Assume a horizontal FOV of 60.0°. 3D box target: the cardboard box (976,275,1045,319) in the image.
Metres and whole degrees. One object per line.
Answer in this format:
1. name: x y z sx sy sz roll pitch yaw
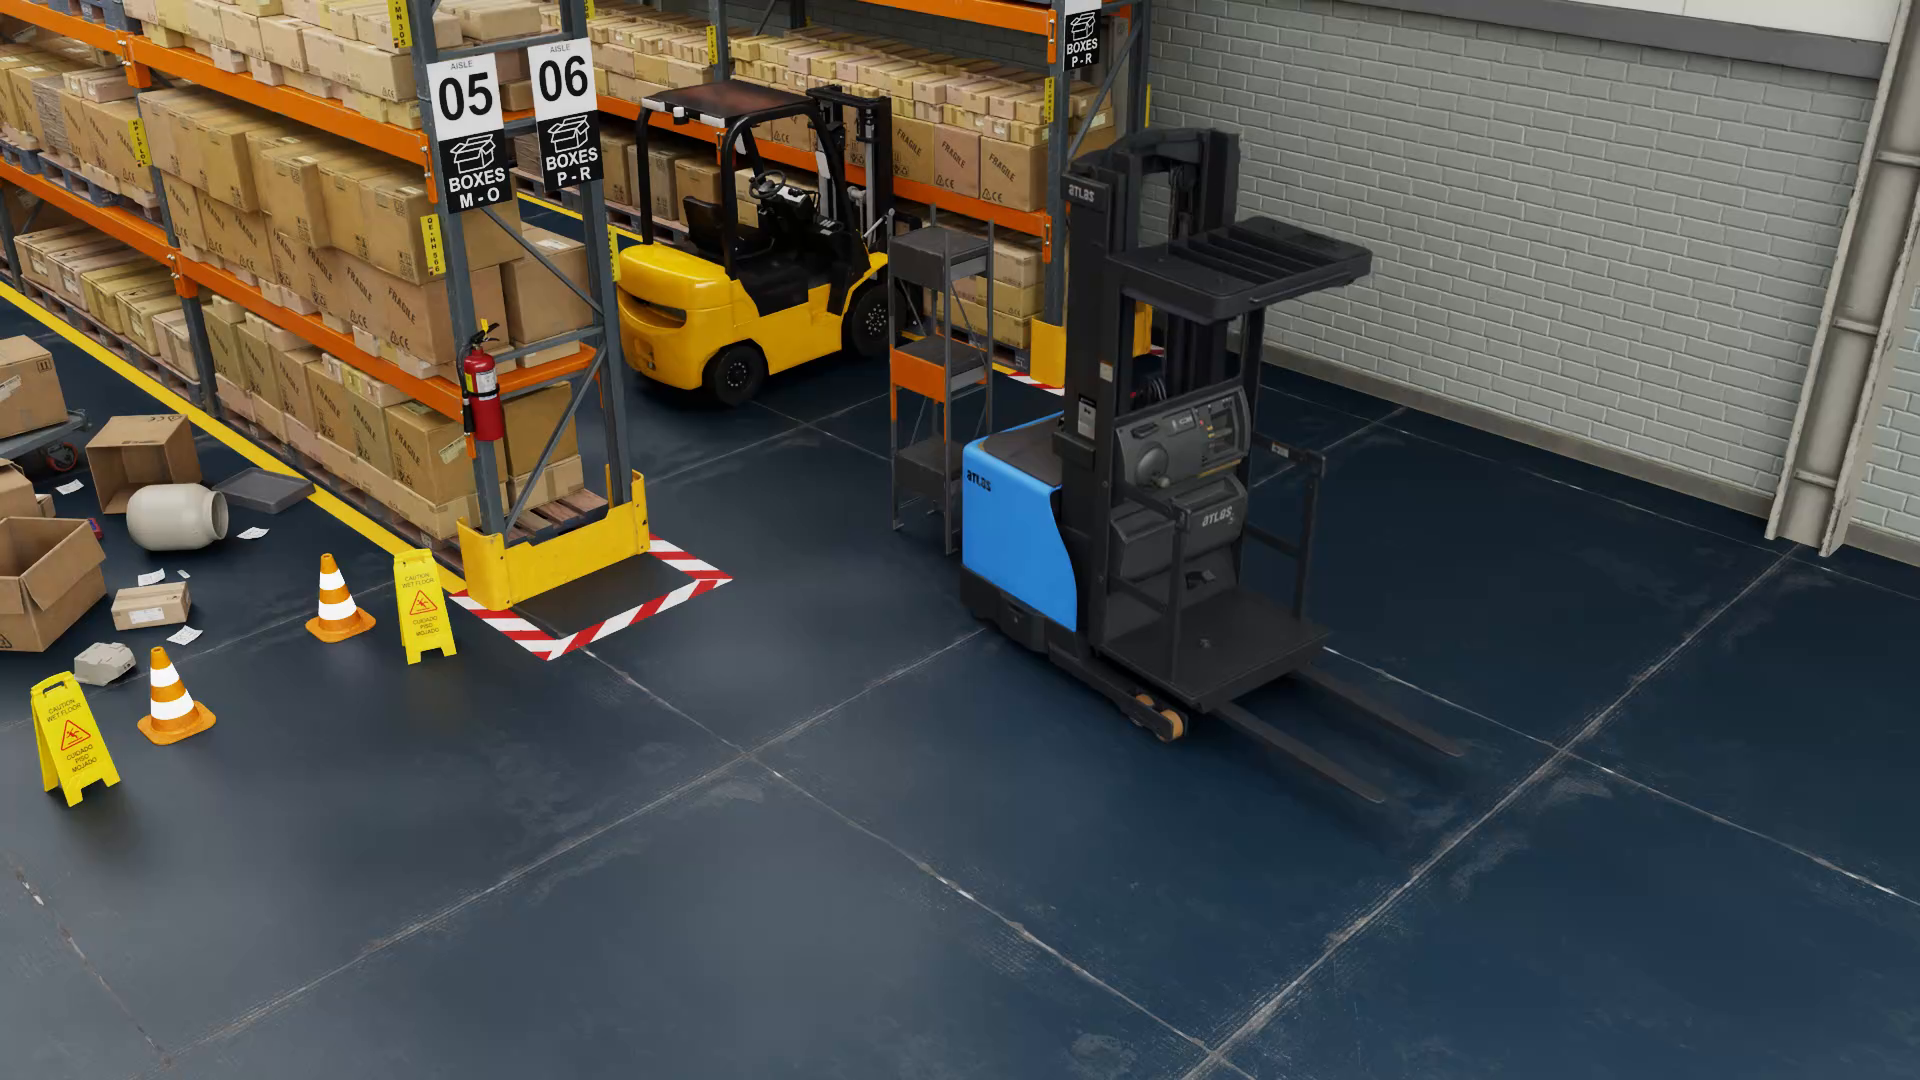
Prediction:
1. cardboard box: 0.478 -2.009 13.306 0.500 0.250 0.500 24 36 38

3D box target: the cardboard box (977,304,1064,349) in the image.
1. cardboard box: 0.488 -1.781 13.410 0.500 0.250 0.500 25 37 39

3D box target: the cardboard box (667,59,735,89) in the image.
1. cardboard box: -2.338 -4.299 15.320 0.500 0.250 0.500 24 36 37

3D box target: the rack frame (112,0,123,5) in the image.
1. rack frame: -5.286 -5.075 10.727 0.127 3.000 1.000 25 36 38

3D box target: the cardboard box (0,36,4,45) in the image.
1. cardboard box: -8.690 -4.294 14.505 0.500 0.500 0.500 23 36 37

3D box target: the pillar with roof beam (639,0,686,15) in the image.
1. pillar with roof beam: -6.117 -6.474 13.387 0.400 9.000 9.100 25 36 38

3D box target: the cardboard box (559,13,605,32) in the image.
1. cardboard box: -3.712 -5.086 16.388 0.380 0.149 0.250 -24 36 -38

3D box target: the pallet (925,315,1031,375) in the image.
1. pallet: 0.469 -1.765 13.873 1.213 0.211 1.003 25 36 38

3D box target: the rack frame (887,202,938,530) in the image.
1. rack frame: -0.292 -1.063 10.509 0.015 2.100 0.400 25 36 38

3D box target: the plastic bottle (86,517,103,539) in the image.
1. plastic bottle: -5.680 -0.076 10.822 0.133 0.061 0.283 -18 33 -31

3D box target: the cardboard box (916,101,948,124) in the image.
1. cardboard box: -0.137 -3.450 13.276 0.250 0.149 0.380 23 36 37

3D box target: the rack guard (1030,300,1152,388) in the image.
1. rack guard: 1.061 -1.649 13.343 0.348 0.500 1.175 25 36 38

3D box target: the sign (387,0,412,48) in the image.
1. sign: -2.837 -2.657 8.399 0.005 0.325 0.100 25 36 38

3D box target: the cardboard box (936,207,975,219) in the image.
1. cardboard box: 0.126 -2.723 14.128 0.500 0.250 0.500 24 36 38

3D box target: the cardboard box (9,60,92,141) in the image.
1. cardboard box: -7.219 -3.525 13.345 0.500 0.500 0.500 -25 36 -38

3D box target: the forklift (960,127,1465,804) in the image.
1. forklift: 1.307 -0.499 8.544 1.130 2.935 3.031 -20 34 -33

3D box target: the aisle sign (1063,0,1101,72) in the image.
1. aisle sign: 0.885 -3.795 11.945 0.004 0.787 0.394 25 36 38

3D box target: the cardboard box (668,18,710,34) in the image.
1. cardboard box: -2.597 -4.939 16.108 0.250 0.149 0.380 25 36 38

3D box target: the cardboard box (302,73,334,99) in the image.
1. cardboard box: -3.595 -2.694 9.690 0.250 0.149 0.380 24 36 38

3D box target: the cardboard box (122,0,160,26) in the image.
1. cardboard box: -5.164 -3.579 10.945 0.500 0.250 0.500 24 36 37

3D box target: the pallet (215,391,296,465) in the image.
1. pallet: -4.782 -0.978 12.377 1.213 0.211 1.003 25 36 38

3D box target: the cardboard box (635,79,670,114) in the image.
1. cardboard box: -2.713 -4.242 15.749 0.500 0.250 0.500 24 36 38

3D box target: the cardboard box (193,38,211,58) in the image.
1. cardboard box: -4.683 -3.210 10.673 0.380 0.149 0.250 -24 36 -38

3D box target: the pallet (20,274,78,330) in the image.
1. pallet: -7.582 -2.236 14.768 1.213 0.211 1.003 25 36 38

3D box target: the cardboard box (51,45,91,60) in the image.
1. cardboard box: -7.242 -3.866 13.994 0.500 0.500 0.500 24 36 38

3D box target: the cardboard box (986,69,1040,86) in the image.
1. cardboard box: 0.427 -3.671 13.377 0.250 0.149 0.380 25 37 39

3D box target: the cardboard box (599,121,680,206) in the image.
1. cardboard box: -3.274 -3.870 16.981 0.625 0.625 0.875 23 35 36

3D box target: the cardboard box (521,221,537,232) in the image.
1. cardboard box: -2.948 -1.705 10.337 0.500 0.500 0.500 -24 36 -38

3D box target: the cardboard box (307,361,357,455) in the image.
1. cardboard box: -3.917 -0.927 10.980 0.500 0.500 0.500 24 36 37

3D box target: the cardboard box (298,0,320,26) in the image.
1. cardboard box: -3.547 -3.053 9.516 0.250 0.149 0.380 25 36 38

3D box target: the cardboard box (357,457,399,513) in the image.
1. cardboard box: -3.562 -0.430 10.841 0.500 0.250 0.500 25 37 39

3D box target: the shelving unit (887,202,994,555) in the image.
1. shelving unit: -0.118 -0.983 10.357 0.503 2.100 0.431 25 36 38

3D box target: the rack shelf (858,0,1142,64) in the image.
1. rack shelf: -0.382 -4.425 13.486 4.000 0.370 1.077 25 36 38

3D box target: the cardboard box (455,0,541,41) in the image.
1. cardboard box: -2.544 -2.868 9.165 0.250 0.149 0.380 24 36 38

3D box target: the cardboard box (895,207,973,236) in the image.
1. cardboard box: -0.238 -2.548 13.794 0.500 0.250 0.500 -25 37 -39

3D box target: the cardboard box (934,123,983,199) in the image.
1. cardboard box: 0.146 -3.053 13.220 0.500 0.500 0.500 -24 36 -38

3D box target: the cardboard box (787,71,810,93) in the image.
1. cardboard box: -1.250 -3.944 14.216 0.380 0.149 0.250 -24 36 -38

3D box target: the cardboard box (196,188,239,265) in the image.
1. cardboard box: -4.793 -2.204 11.285 0.500 0.500 0.500 24 36 38

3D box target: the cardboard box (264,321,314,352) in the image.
1. cardboard box: -4.445 -1.411 11.205 0.380 0.149 0.250 -23 35 -36

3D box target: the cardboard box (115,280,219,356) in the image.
1. cardboard box: -6.176 -1.847 13.405 0.950 0.372 0.625 -23 35 -36

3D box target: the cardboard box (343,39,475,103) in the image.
1. cardboard box: -2.987 -2.585 9.056 0.500 0.250 0.500 24 36 38

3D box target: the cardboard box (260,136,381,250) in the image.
1. cardboard box: -3.742 -2.127 10.065 0.500 0.500 0.700 24 36 38

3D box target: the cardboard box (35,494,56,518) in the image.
1. cardboard box: -6.209 -0.232 10.899 0.396 0.266 0.258 2 28 4

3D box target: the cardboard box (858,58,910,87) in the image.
1. cardboard box: -0.625 -3.860 13.737 0.250 0.149 0.380 25 37 39

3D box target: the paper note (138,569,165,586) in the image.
1. paper note: -5.003 0.230 10.286 0.148 0.019 0.142 -13 30 -22

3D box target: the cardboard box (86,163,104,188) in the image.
1. cardboard box: -6.415 -2.817 12.697 0.380 0.149 0.250 -25 37 -39

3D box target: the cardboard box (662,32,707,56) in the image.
1. cardboard box: -2.542 -4.613 15.489 0.250 0.149 0.380 25 36 38

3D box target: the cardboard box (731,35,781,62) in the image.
1. cardboard box: -1.789 -4.329 14.629 0.380 0.149 0.250 -24 36 -38

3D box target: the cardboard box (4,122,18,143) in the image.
1. cardboard box: -7.696 -3.424 13.851 0.250 0.149 0.380 22 35 35

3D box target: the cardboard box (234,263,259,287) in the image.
1. cardboard box: -4.707 -1.866 11.338 0.380 0.149 0.250 -24 36 -38

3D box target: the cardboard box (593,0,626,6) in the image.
1. cardboard box: -3.656 -5.456 17.092 0.250 0.149 0.380 24 36 37

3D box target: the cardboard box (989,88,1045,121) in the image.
1. cardboard box: 0.443 -3.344 12.755 0.250 0.149 0.380 25 36 38

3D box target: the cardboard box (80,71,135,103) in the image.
1. cardboard box: -6.274 -3.365 12.345 0.250 0.149 0.380 23 36 37

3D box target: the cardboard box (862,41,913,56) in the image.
1. cardboard box: -0.628 -4.198 14.380 0.250 0.149 0.380 24 36 38

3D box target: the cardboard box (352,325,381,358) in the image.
1. cardboard box: -3.481 -1.265 10.197 0.380 0.149 0.250 -25 36 -38
